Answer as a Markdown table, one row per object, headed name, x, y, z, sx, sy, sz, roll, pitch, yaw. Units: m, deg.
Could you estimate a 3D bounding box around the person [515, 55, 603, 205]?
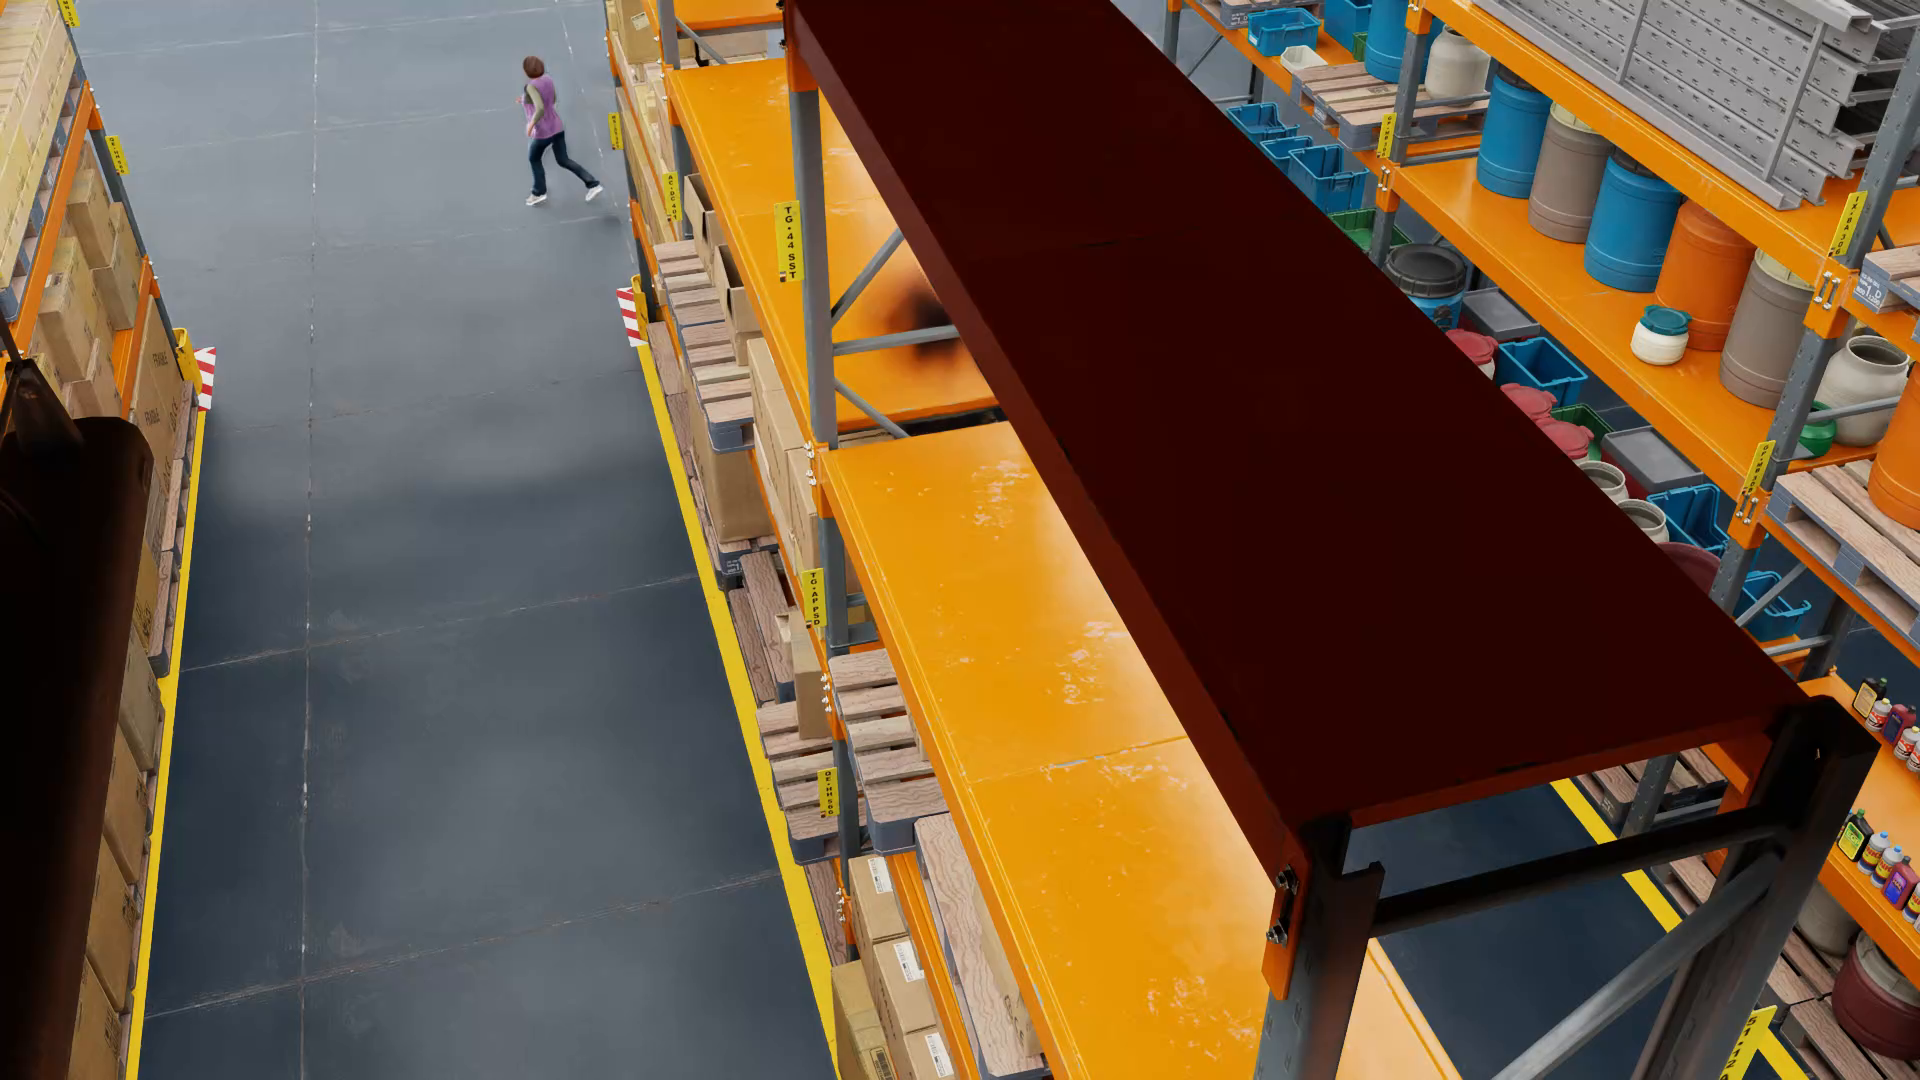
| name | x | y | z | sx | sy | sz | roll | pitch | yaw |
| --- | --- | --- | --- | --- | --- | --- | --- | --- | --- |
| person | -4.088 | -4.046 | 16.643 | 0.881 | 1.617 | 0.550 | 17 | 41 | 20 |
